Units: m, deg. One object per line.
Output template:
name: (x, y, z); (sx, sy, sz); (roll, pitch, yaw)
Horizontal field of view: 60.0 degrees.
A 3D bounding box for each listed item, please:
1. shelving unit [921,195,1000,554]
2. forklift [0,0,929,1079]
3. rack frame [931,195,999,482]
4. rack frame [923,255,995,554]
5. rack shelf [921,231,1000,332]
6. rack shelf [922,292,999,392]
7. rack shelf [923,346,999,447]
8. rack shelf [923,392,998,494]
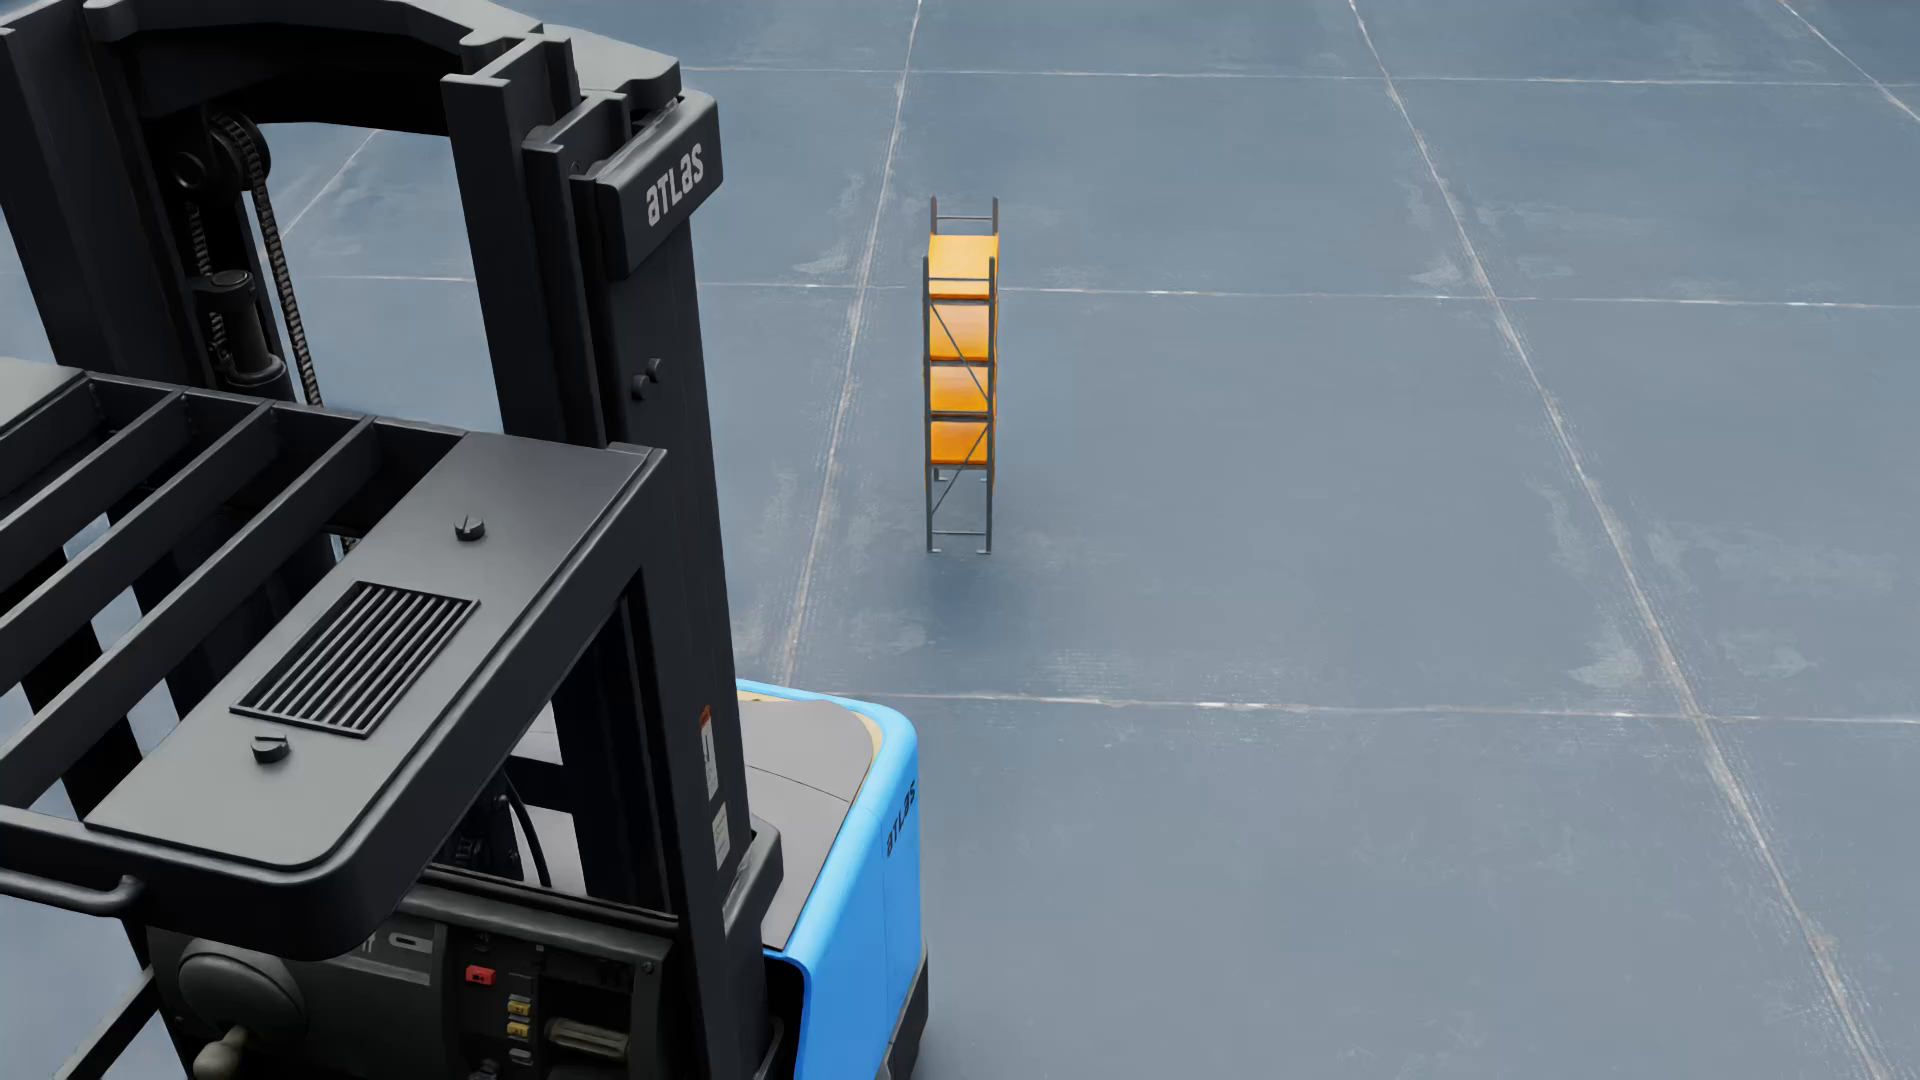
shelving unit: (0.007, -0.586, 6.040); (0.258, 1.200, 0.503); (1, 35, 2)
forklift: (-0.968, 0.813, 2.545); (1.130, 2.935, 3.031); (9, 36, 13)
rack frame: (0.016, -0.726, 6.240); (0.240, 1.200, 0.015); (1, 35, 2)
rack frame: (-0.003, -0.446, 5.841); (0.240, 1.200, 0.015); (1, 35, 2)
rack shelf: (0.007, -0.907, 5.814); (0.258, 0.148, 0.480); (1, 35, 2)
rack shelf: (0.007, -0.714, 5.950); (0.258, 0.148, 0.480); (1, 35, 2)
rack shelf: (0.007, -0.531, 6.079); (0.258, 0.148, 0.480); (1, 35, 2)
rack shelf: (0.007, -0.369, 6.193); (0.258, 0.148, 0.480); (1, 35, 2)
